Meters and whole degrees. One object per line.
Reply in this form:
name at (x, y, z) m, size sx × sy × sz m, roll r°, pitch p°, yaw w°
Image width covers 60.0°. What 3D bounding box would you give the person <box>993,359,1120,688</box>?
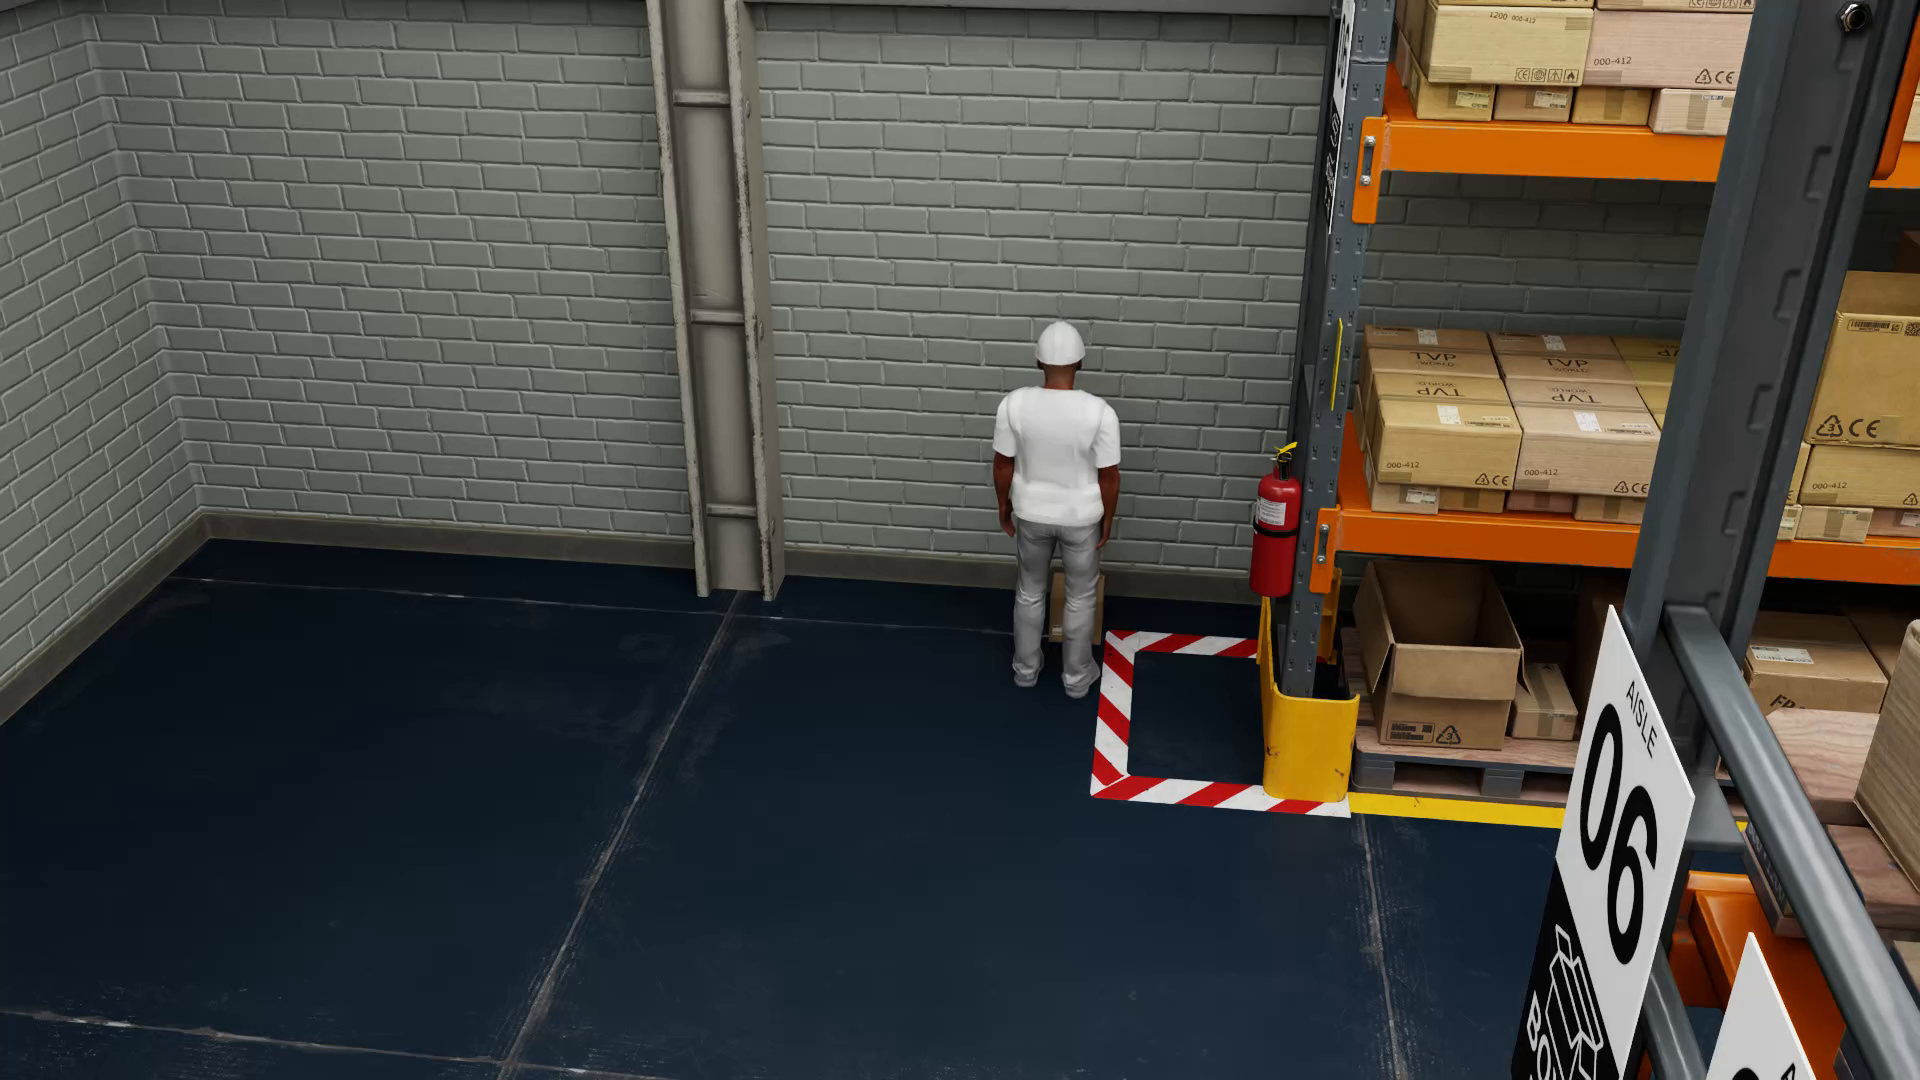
person at (0.420, -0.134, 7.324) m, size 0.560 × 1.664 × 0.301 m, roll 8°, pitch 29°, yaw 14°
